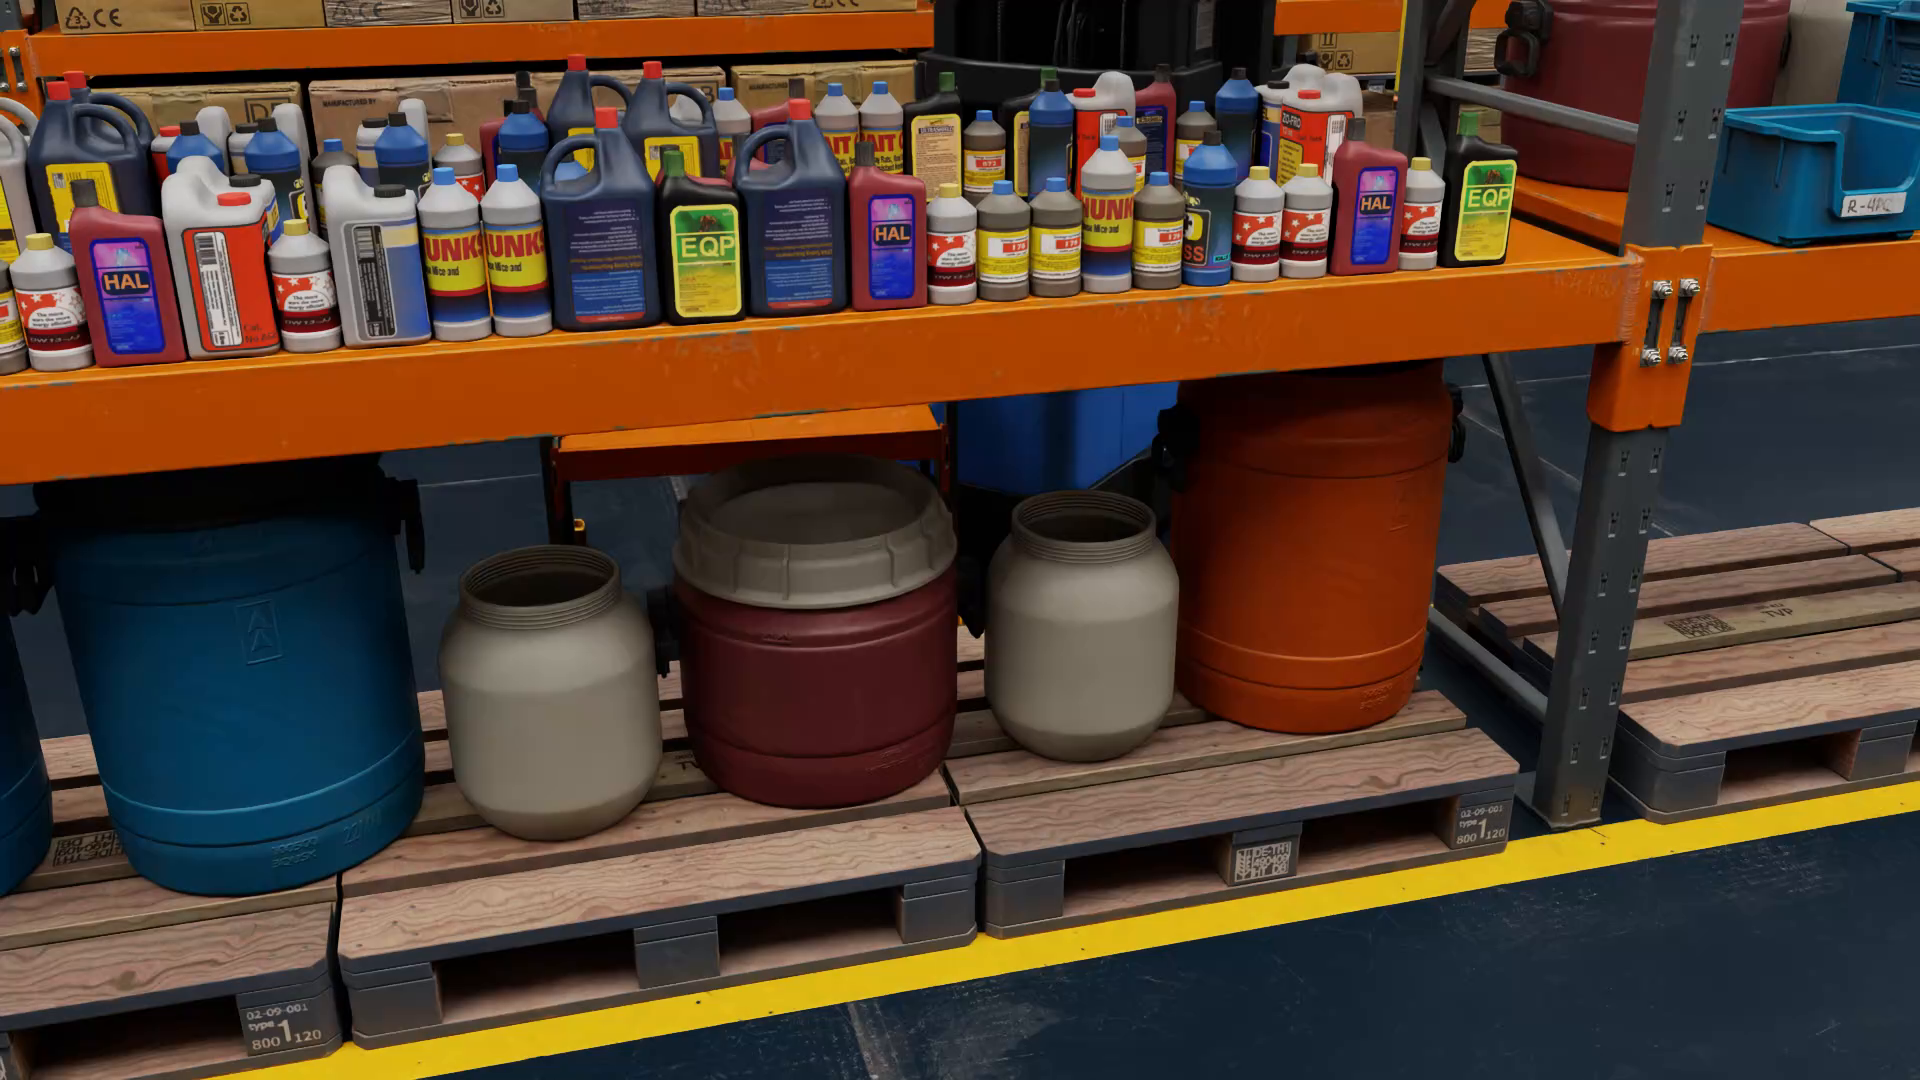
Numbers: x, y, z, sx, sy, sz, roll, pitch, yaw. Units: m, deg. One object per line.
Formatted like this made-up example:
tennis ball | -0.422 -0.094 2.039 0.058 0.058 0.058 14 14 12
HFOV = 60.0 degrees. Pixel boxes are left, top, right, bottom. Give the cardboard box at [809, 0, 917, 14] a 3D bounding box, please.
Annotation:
cardboard box | -0.496 -2.699 7.608 0.500 0.500 0.500 -6 24 -13

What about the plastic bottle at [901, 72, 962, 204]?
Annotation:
plastic bottle | -0.063 -0.871 3.624 0.133 0.283 0.061 -6 24 -14

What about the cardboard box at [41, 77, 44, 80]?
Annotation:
cardboard box | -6.198 -3.217 11.272 0.250 0.149 0.380 -6 24 -13

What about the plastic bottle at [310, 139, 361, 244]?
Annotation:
plastic bottle | -1.238 -0.696 3.320 0.097 0.201 0.097 0 23 0

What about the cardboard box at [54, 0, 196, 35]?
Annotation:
cardboard box | -3.429 -2.373 6.850 0.500 0.500 0.500 -6 24 -14

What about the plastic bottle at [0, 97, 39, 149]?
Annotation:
plastic bottle | -1.805 -0.692 3.122 0.185 0.351 0.144 -6 24 -14

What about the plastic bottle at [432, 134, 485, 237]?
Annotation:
plastic bottle | -1.015 -0.721 3.377 0.097 0.201 0.097 0 23 0

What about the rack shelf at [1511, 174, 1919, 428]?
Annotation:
rack shelf | 3.175 -0.801 4.226 4.000 0.370 1.077 -6 24 -14

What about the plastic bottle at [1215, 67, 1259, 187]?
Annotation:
plastic bottle | 0.627 -0.934 3.787 0.097 0.271 0.097 0 23 0

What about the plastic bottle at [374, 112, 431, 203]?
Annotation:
plastic bottle | -1.068 -0.685 3.205 0.097 0.271 0.097 0 23 0

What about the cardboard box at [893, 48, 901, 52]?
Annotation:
cardboard box | -0.720 -3.883 12.816 0.750 0.750 1.050 -7 24 -15

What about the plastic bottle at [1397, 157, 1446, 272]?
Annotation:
plastic bottle | 0.860 -0.617 3.136 0.097 0.201 0.097 0 23 0

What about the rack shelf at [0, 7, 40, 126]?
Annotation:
rack shelf | -5.865 -1.830 6.622 4.000 0.370 1.077 -6 24 -14

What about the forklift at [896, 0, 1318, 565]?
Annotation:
forklift | 0.632 -1.773 5.665 1.130 2.935 3.031 13 27 28

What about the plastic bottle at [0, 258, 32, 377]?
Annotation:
plastic bottle | -1.488 -0.358 2.531 0.097 0.201 0.097 0 23 0

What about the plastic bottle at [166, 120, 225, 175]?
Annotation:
plastic bottle | -1.420 -0.646 3.114 0.097 0.271 0.097 0 23 0

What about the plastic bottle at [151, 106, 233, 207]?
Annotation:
plastic bottle | -1.472 -0.693 3.219 0.135 0.276 0.152 -6 24 -14

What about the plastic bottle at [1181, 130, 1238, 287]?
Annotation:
plastic bottle | 0.450 -0.604 3.017 0.097 0.271 0.097 0 23 0

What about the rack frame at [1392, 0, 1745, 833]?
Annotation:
rack frame | 1.250 -0.919 3.587 0.127 3.000 1.000 -6 24 -14

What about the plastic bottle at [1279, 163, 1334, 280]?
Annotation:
plastic bottle | 0.637 -0.593 3.079 0.097 0.201 0.097 0 23 0

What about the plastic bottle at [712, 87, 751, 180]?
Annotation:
plastic bottle | -0.485 -0.811 3.500 0.097 0.271 0.097 0 23 0

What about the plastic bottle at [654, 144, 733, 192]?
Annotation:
plastic bottle | -0.448 -0.528 2.824 0.133 0.283 0.061 -6 24 -14

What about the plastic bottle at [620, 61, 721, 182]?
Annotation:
plastic bottle | -0.574 -0.766 3.294 0.185 0.351 0.144 -6 24 -14

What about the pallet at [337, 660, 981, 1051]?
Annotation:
pallet | -0.670 0.591 3.605 1.213 0.211 1.003 -6 24 -14

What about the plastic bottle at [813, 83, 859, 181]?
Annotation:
plastic bottle | -0.263 -0.836 3.557 0.097 0.271 0.097 0 23 0

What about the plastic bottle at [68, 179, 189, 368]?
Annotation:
plastic bottle | -1.278 -0.411 2.552 0.133 0.283 0.061 -6 24 -14

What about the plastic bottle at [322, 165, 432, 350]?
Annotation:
plastic bottle | -0.938 -0.464 2.684 0.135 0.276 0.152 -6 24 -14

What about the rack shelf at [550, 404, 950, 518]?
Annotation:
rack shelf | -0.564 -0.274 4.442 1.000 0.185 0.538 -4 24 -9

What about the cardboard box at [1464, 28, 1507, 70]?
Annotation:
cardboard box | 4.012 -4.474 14.034 0.875 0.875 0.875 -6 24 -14

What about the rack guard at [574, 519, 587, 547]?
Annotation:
rack guard | -1.063 0.170 4.536 0.087 0.250 0.587 -4 24 -9

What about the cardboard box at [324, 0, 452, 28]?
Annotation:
cardboard box | -2.463 -2.480 7.100 0.500 0.500 0.500 -7 24 -16

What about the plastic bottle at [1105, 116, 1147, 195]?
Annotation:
plastic bottle | 0.352 -0.810 3.585 0.097 0.201 0.097 0 23 0

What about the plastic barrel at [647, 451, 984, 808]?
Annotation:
plastic barrel | -0.304 0.175 3.563 0.708 0.588 0.600 -6 24 -14

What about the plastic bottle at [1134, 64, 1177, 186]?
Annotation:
plastic bottle | 0.417 -0.924 3.748 0.133 0.283 0.061 -6 24 -14

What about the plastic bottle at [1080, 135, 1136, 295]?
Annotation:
plastic bottle | 0.262 -0.583 2.969 0.097 0.271 0.097 0 23 0

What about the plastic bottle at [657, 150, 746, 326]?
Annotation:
plastic bottle | -0.431 -0.505 2.770 0.133 0.283 0.061 -6 24 -14

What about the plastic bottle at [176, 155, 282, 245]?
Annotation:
plastic bottle | -1.203 -0.497 2.761 0.135 0.276 0.152 -6 24 -14

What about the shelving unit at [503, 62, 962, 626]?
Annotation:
shelving unit | -0.573 -0.439 4.370 1.083 1.500 0.587 -4 24 -9

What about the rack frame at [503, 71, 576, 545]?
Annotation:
rack frame | -1.064 -0.404 4.289 0.032 1.500 0.500 -4 24 -9

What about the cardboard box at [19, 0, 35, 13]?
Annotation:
cardboard box | -8.980 -4.934 15.662 0.875 0.438 0.875 -6 24 -13

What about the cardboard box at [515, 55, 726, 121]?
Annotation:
cardboard box | -1.619 -1.858 7.939 0.875 0.875 1.225 -6 24 -14

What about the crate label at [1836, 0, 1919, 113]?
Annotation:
crate label | 2.279 -0.938 3.588 0.616 0.435 0.502 -6 24 -14

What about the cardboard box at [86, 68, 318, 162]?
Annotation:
cardboard box | -3.329 -1.666 7.490 0.875 0.875 1.225 -6 24 -14

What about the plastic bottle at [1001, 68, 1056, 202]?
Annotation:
plastic bottle | 0.159 -0.896 3.681 0.133 0.283 0.061 -6 24 -14

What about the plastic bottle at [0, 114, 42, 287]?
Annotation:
plastic bottle | -1.766 -0.638 2.994 0.185 0.351 0.144 -6 24 -14

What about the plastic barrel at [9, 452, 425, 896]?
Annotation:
plastic barrel | -1.391 0.152 3.221 0.708 0.901 0.600 -6 24 -14

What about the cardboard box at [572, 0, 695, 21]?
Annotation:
cardboard box | -1.477 -2.591 7.358 0.500 0.500 0.500 -7 24 -16

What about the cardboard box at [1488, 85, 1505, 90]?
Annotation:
cardboard box | 3.166 -2.222 9.236 0.500 0.500 0.700 -8 25 -18

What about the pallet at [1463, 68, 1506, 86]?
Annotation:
pallet | 4.451 -4.020 14.352 1.213 0.211 1.003 -6 24 -14

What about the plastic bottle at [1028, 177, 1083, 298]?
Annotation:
plastic bottle | 0.169 -0.541 2.958 0.097 0.201 0.097 0 23 0

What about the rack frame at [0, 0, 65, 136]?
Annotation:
rack frame | -3.939 -2.373 6.977 0.127 3.000 1.000 -6 24 -14

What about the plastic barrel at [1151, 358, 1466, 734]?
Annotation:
plastic barrel | 0.783 -0.056 3.796 0.708 0.830 0.600 -6 24 -14

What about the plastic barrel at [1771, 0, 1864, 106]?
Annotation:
plastic barrel | 2.183 -1.161 4.010 0.421 0.512 0.421 0 23 0

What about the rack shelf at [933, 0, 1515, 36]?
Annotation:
rack shelf | 1.838 -2.682 8.608 4.000 0.370 1.077 -6 24 -14

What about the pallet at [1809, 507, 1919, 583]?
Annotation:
pallet | 3.179 0.166 4.595 1.213 0.211 1.003 -6 24 -14

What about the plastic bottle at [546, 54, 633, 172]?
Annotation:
plastic bottle | -0.744 -0.810 3.395 0.185 0.351 0.144 -6 24 -14

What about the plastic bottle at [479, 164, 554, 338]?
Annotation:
plastic bottle | -0.725 -0.474 2.714 0.097 0.271 0.097 0 23 0

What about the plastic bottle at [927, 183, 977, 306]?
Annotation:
plastic bottle | -0.019 -0.520 2.910 0.097 0.201 0.097 0 23 0

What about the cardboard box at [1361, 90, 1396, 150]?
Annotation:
cardboard box | 2.163 -2.118 8.995 0.500 0.500 0.700 -8 25 -19
